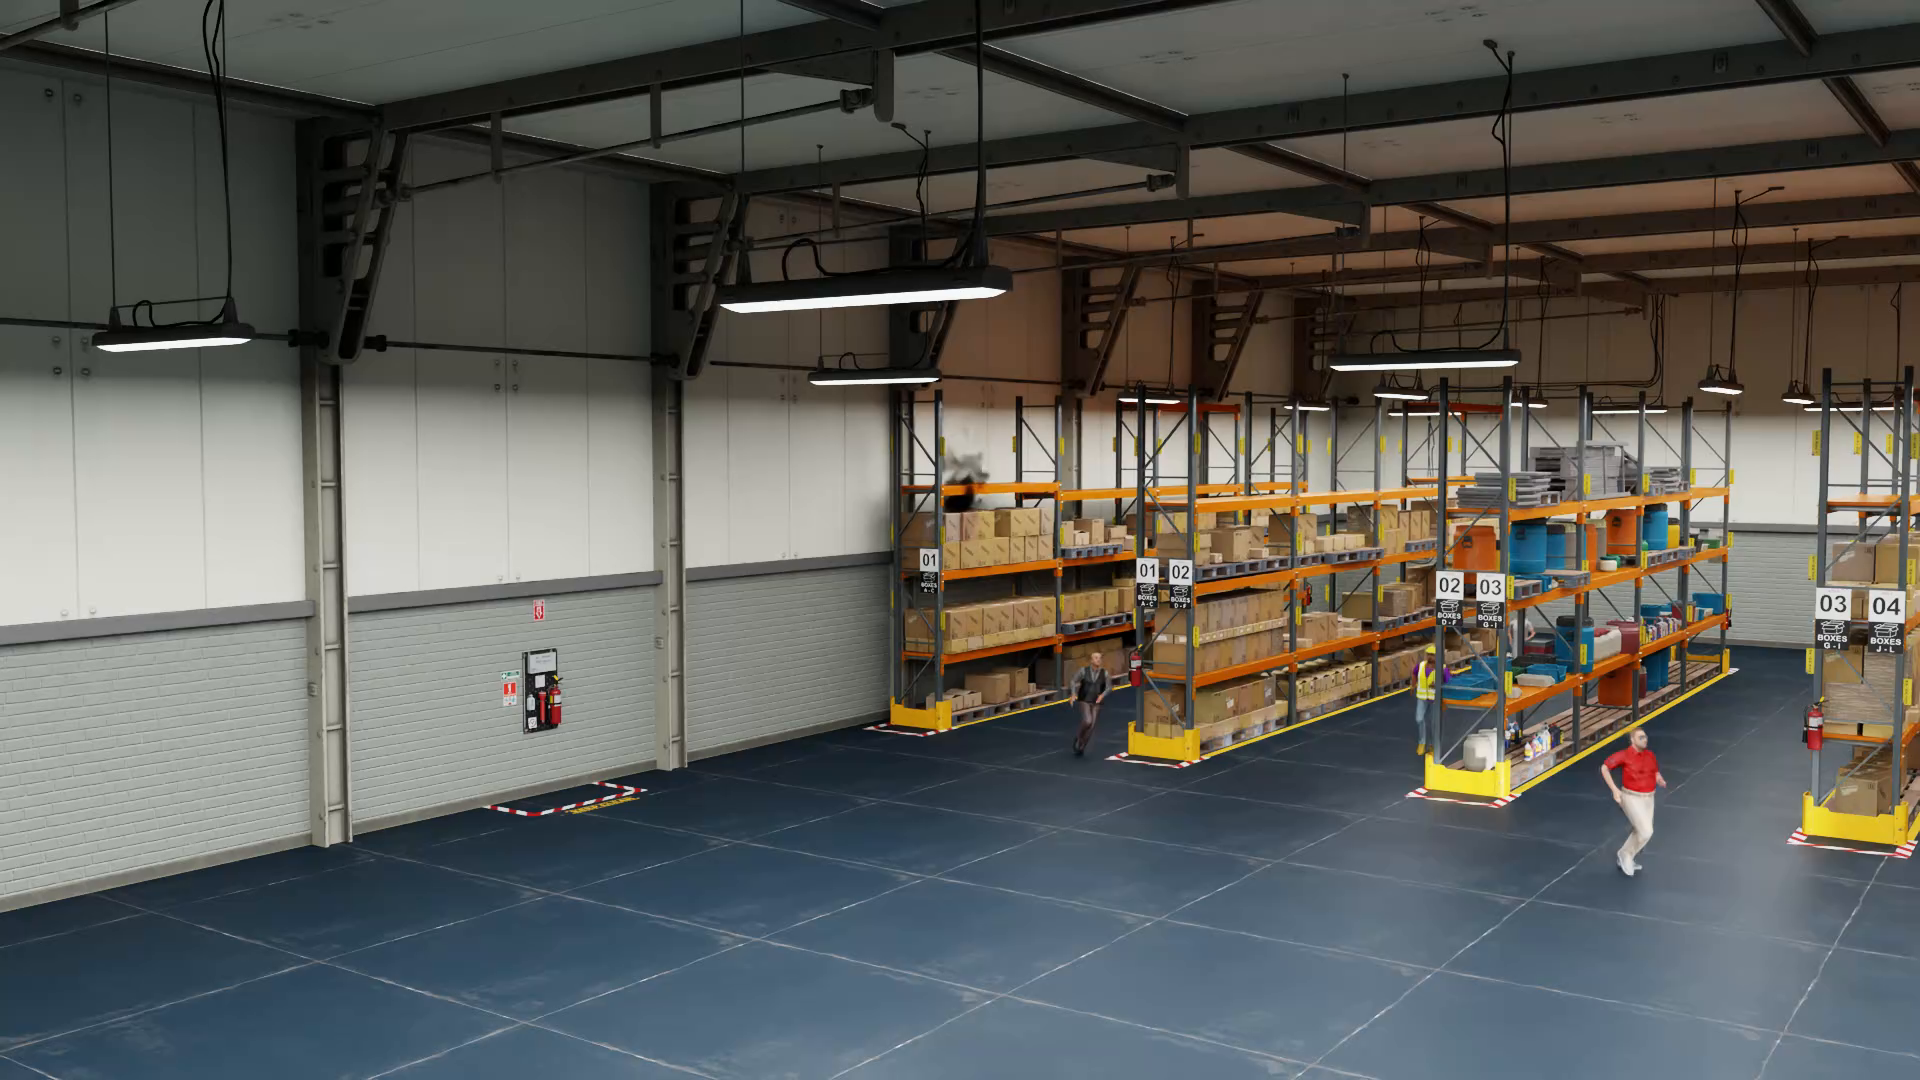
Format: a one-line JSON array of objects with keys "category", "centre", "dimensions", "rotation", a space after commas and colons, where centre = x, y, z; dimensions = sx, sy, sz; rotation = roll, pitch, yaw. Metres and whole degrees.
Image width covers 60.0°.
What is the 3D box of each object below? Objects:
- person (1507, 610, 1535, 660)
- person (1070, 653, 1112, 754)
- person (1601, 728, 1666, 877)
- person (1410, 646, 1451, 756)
[{"category": "person", "centre": [11.725, 2.229, 34.847], "dimensions": [0.528, 1.615, 0.502], "rotation": [2, 4, 27]}, {"category": "person", "centre": [2.140, 2.653, 26.872], "dimensions": [0.662, 1.652, 0.612], "rotation": [0, 3, -8]}, {"category": "person", "centre": [7.920, 3.059, 19.365], "dimensions": [0.646, 1.719, 0.677], "rotation": [-1, 4, -25]}, {"category": "person", "centre": [7.607, 2.605, 26.940], "dimensions": [0.685, 1.785, 0.692], "rotation": [2, 4, 27]}]
